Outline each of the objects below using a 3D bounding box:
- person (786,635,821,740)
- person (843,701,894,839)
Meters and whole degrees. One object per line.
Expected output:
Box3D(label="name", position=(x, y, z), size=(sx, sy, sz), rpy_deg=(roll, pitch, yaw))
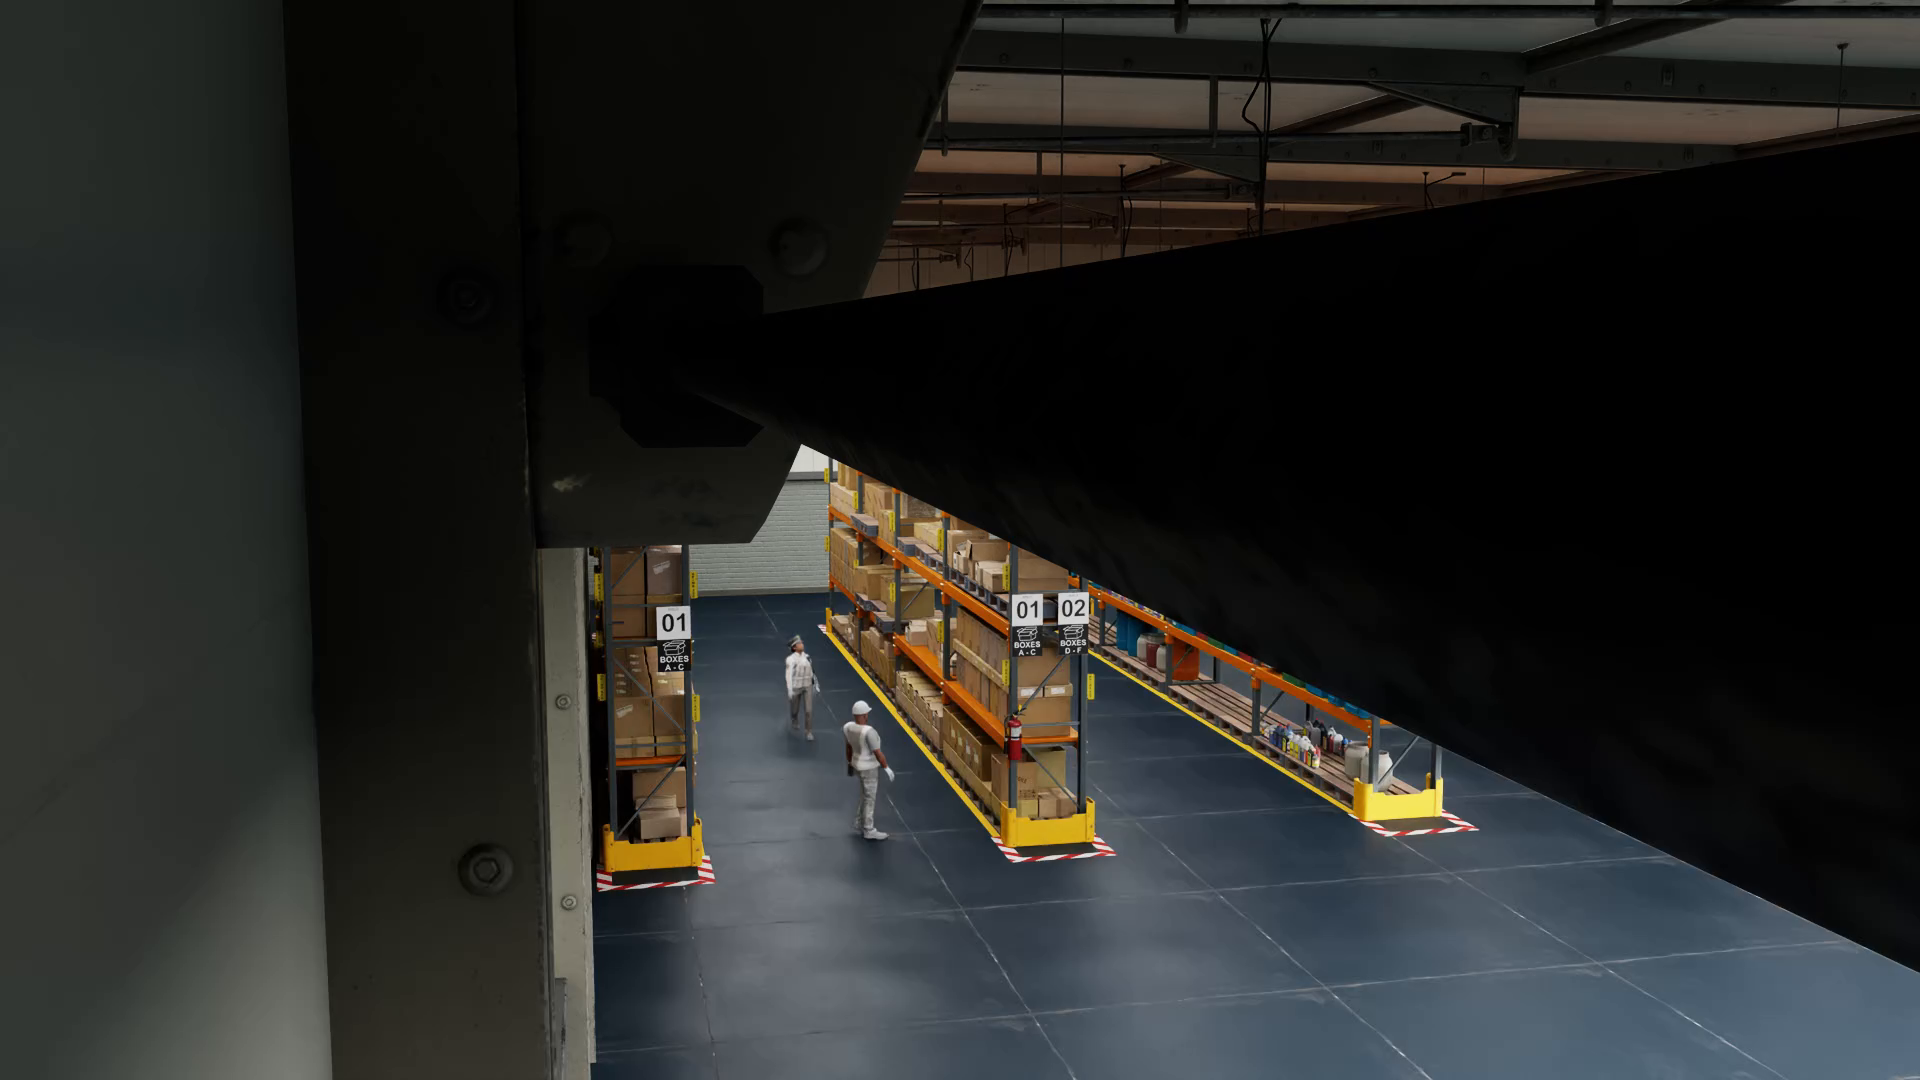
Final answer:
Box3D(label="person", position=(-2.528, 2.341, 26.678), size=(0.569, 1.660, 0.658), rpy_deg=(-1, 7, -12))
Box3D(label="person", position=(-1.184, 2.931, 21.265), size=(0.575, 1.806, 0.620), rpy_deg=(-3, 7, -22))
